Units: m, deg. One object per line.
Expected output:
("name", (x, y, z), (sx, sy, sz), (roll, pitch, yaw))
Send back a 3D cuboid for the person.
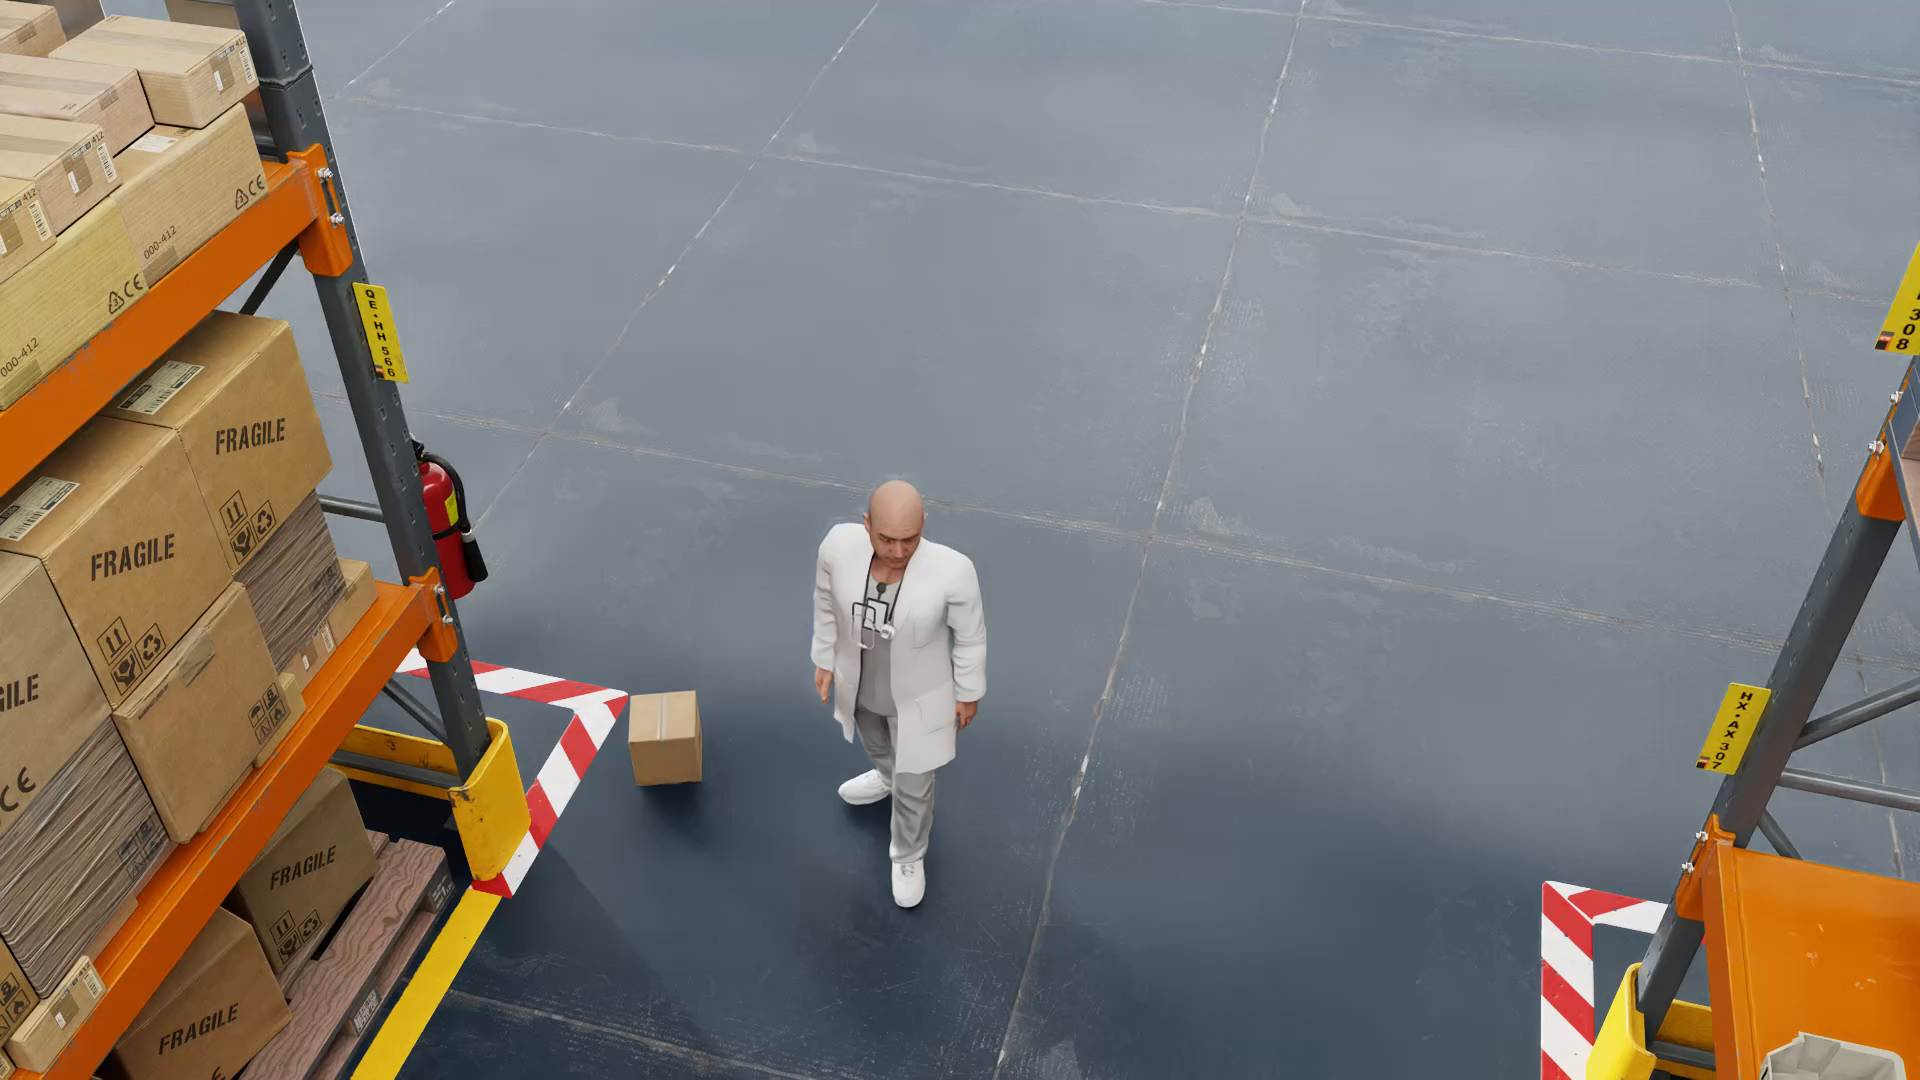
("person", (-0.202, 0.447, 5.646), (0.613, 1.770, 0.624), (15, 43, 16))
